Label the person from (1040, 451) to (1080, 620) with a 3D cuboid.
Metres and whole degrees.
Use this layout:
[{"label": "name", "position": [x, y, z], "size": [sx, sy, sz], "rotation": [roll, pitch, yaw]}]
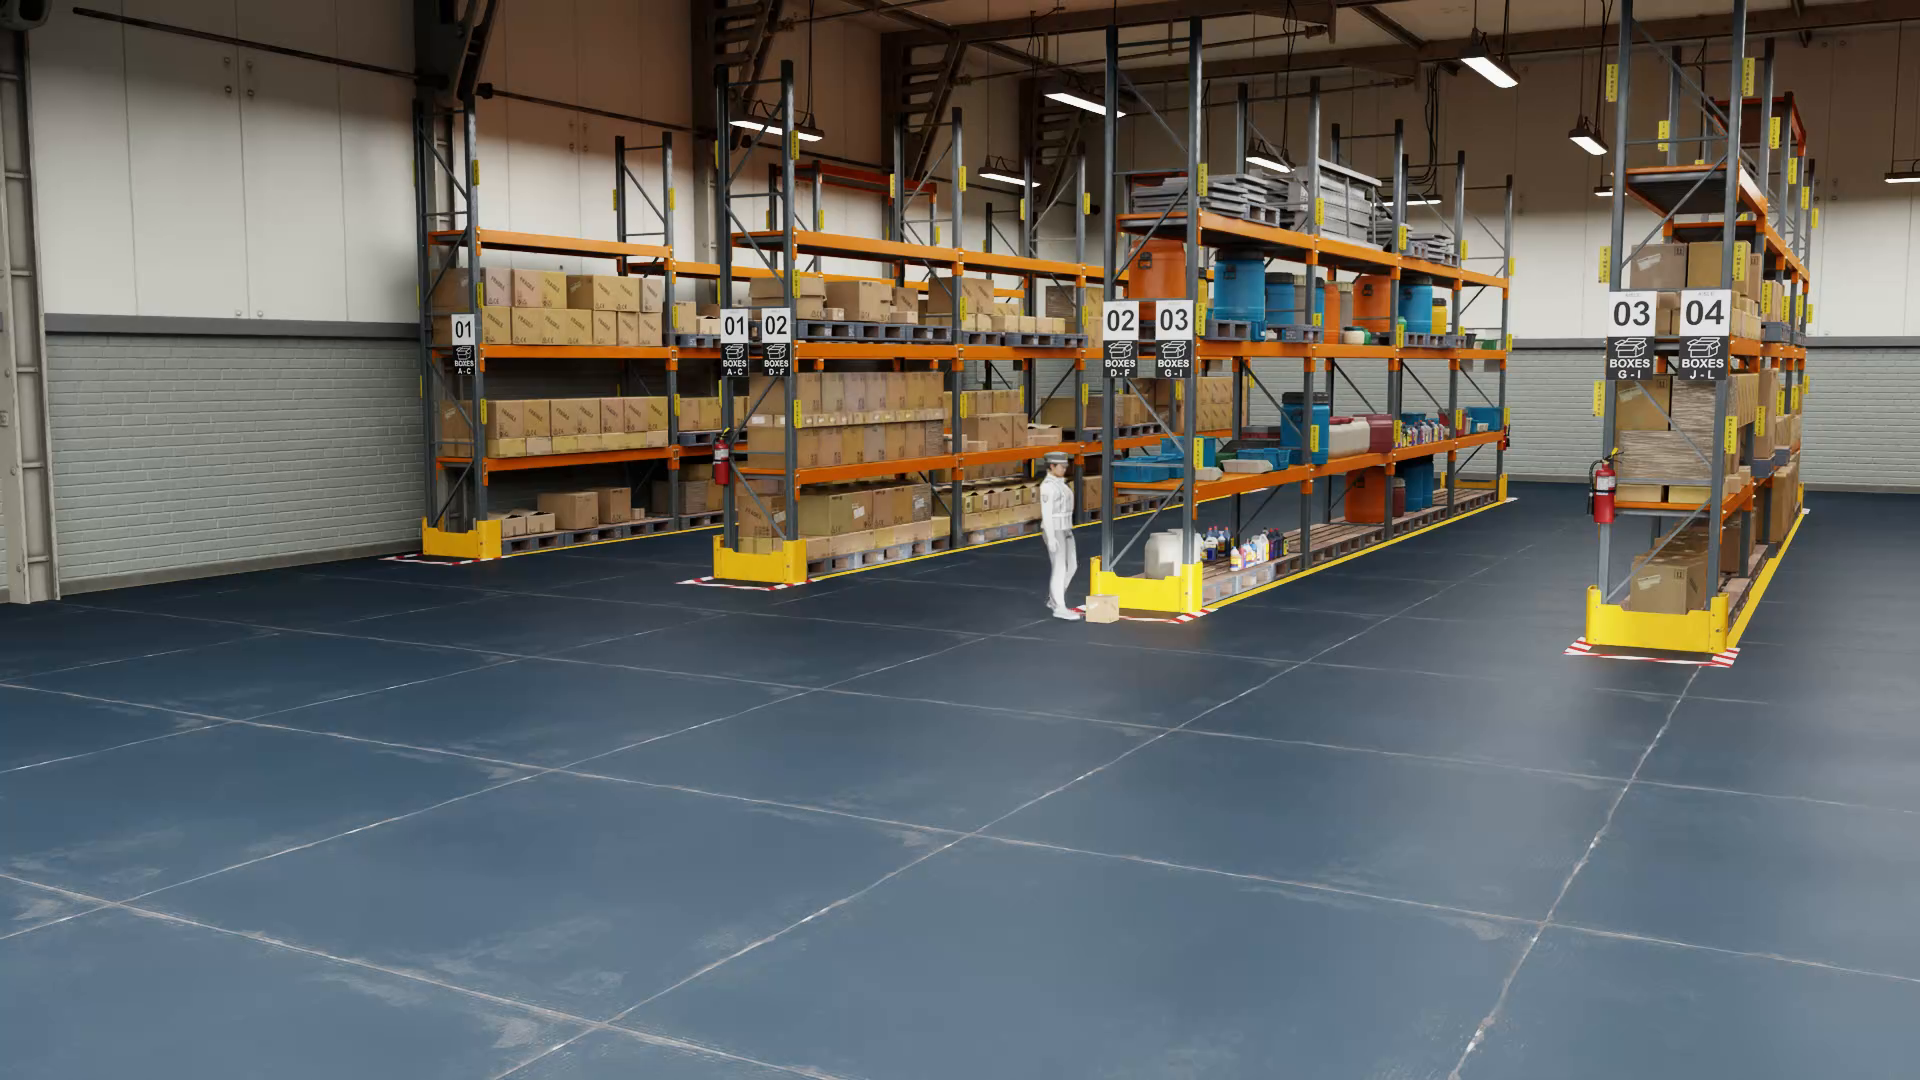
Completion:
[{"label": "person", "position": [1.030, -0.037, 16.687], "size": [0.426, 1.708, 0.508], "rotation": [2, 7, 22]}]
